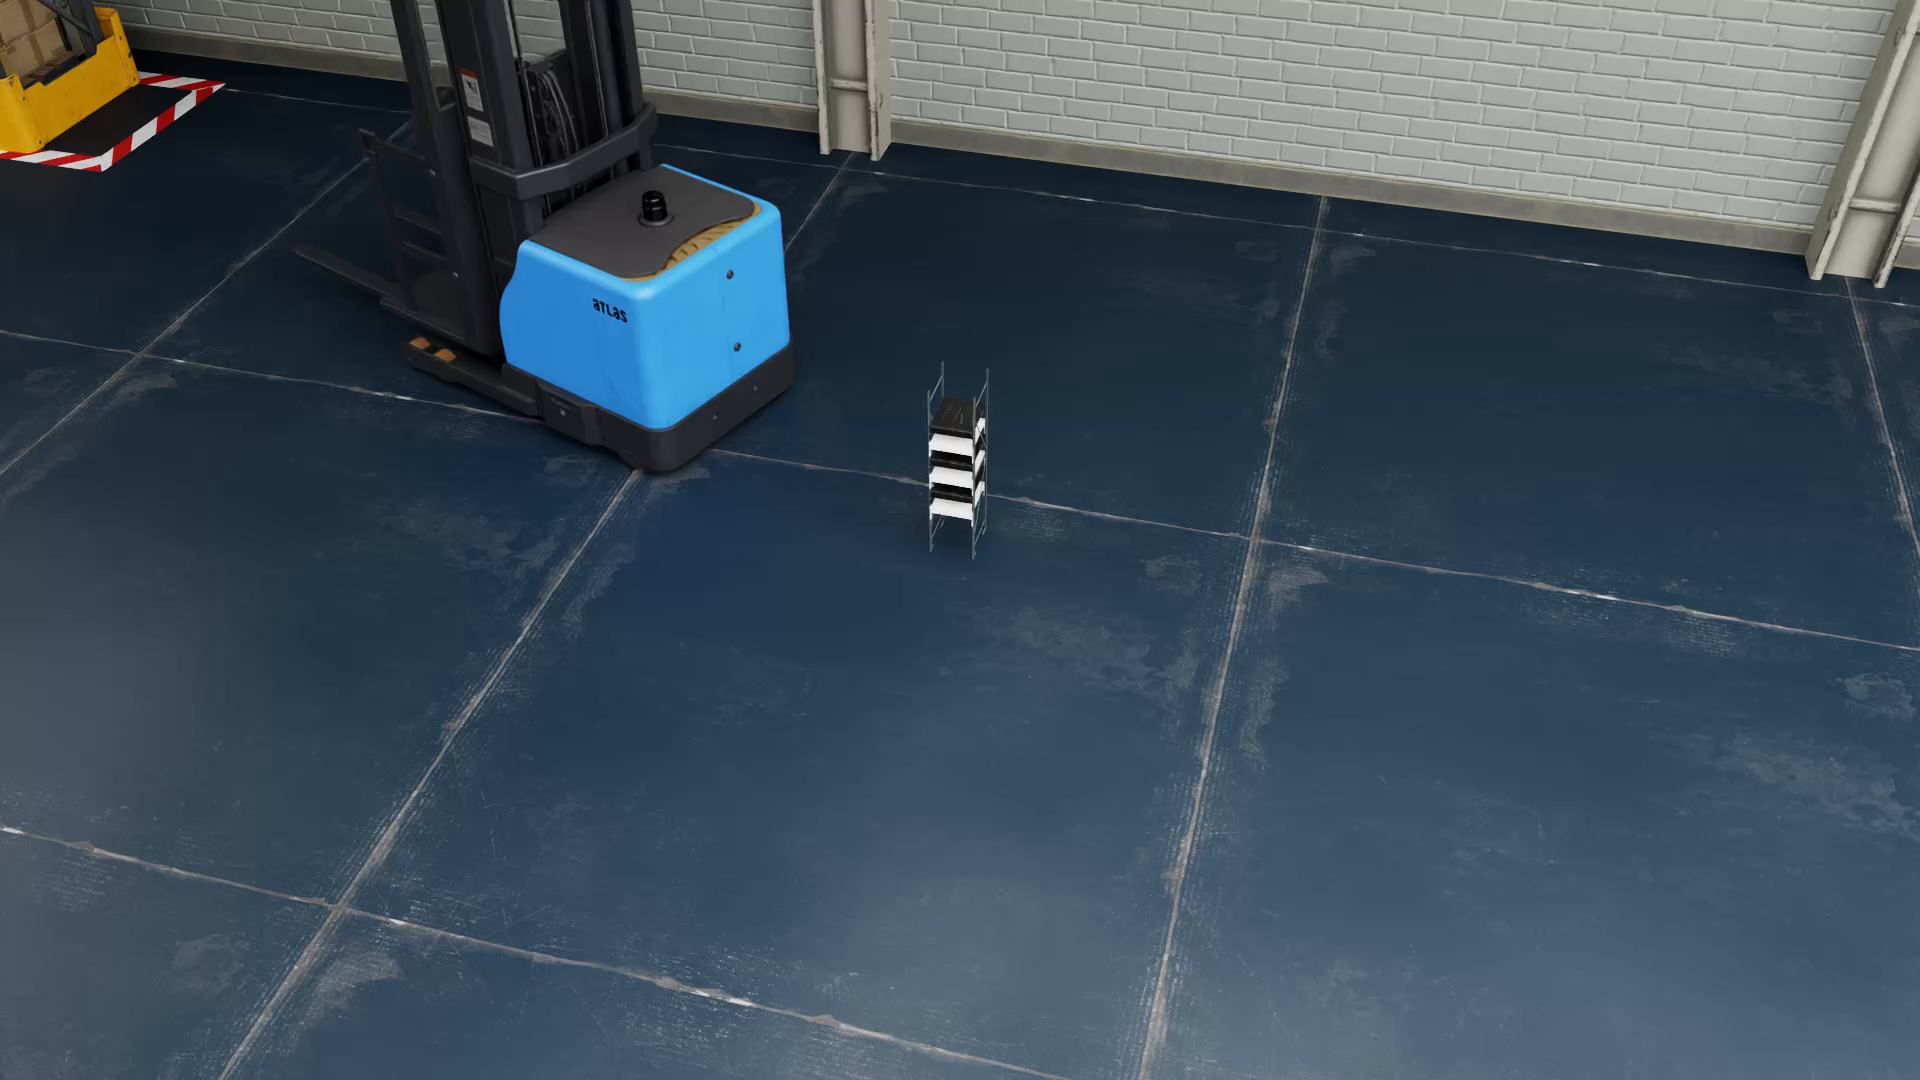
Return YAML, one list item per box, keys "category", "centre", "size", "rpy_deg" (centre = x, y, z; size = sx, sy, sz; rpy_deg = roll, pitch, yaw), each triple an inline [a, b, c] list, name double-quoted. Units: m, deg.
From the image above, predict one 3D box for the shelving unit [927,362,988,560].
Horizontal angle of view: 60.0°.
- category: "shelving unit"
  centre: [-0.008, -0.346, 7.487]
  size: [0.210, 0.900, 0.258]
  rpy_deg: [10, 41, 11]

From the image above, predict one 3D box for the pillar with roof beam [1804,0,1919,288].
- category: "pillar with roof beam"
  centre: [4.009, -2.337, 3.560]
  size: [0.400, 9.000, 9.100]
  rpy_deg: [10, 41, 11]

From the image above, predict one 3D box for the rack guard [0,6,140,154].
- category: "rack guard"
  centre: [-6.008, -3.072, 11.043]
  size: [0.348, 0.500, 1.175]
  rpy_deg: [10, 41, 11]

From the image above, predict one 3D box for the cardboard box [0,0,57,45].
- category: "cardboard box"
  centre: [-6.431, -3.540, 11.079]
  size: [0.500, 0.250, 0.500]
  rpy_deg: [10, 41, 12]

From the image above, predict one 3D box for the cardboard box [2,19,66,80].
- category: "cardboard box"
  centre: [-6.455, -3.344, 11.235]
  size: [0.500, 0.250, 0.500]
  rpy_deg: [10, 41, 12]

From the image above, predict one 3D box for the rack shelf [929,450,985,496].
- category: "rack shelf"
  centre: [-0.008, -0.320, 7.508]
  size: [0.200, 0.077, 0.258]
  rpy_deg: [10, 41, 11]

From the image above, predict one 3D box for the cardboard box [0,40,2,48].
- category: "cardboard box"
  centre: [-6.582, -3.219, 10.698]
  size: [0.500, 0.250, 0.500]
  rpy_deg: [9, 41, 11]

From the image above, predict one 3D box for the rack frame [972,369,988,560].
- category: "rack frame"
  centre: [0.090, -0.329, 7.467]
  size: [0.006, 0.900, 0.240]
  rpy_deg: [10, 41, 11]

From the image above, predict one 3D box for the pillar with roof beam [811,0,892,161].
- category: "pillar with roof beam"
  centre: [-1.787, -3.334, 4.747]
  size: [0.400, 9.000, 9.100]
  rpy_deg: [10, 41, 11]

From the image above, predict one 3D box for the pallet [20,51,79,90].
- category: "pallet"
  centre: [-6.780, -3.066, 11.261]
  size: [1.213, 0.211, 1.003]
  rpy_deg: [10, 41, 11]

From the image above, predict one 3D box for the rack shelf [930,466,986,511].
- category: "rack shelf"
  centre: [-0.008, -0.252, 7.566]
  size: [0.200, 0.077, 0.258]
  rpy_deg: [10, 41, 11]

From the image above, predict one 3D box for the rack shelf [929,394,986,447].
- category: "rack shelf"
  centre: [-0.008, -0.527, 7.335]
  size: [0.200, 0.077, 0.258]
  rpy_deg: [10, 41, 11]

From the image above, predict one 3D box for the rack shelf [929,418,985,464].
- category: "rack shelf"
  centre: [-0.008, -0.458, 7.392]
  size: [0.200, 0.077, 0.258]
  rpy_deg: [10, 41, 11]

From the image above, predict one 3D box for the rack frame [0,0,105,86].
- category: "rack frame"
  centre: [-6.031, -4.033, 10.244]
  size: [0.127, 3.000, 1.000]
  rpy_deg: [10, 41, 11]

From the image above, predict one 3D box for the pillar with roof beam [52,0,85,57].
- category: "pillar with roof beam"
  centre: [-7.583, -4.331, 5.935]
  size: [0.400, 9.000, 9.100]
  rpy_deg: [10, 41, 11]

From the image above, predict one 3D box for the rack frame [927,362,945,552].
- category: "rack frame"
  centre: [-0.106, -0.363, 7.507]
  size: [0.006, 0.900, 0.240]
  rpy_deg: [10, 41, 11]

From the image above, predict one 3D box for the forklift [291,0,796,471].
- category: "forklift"
  centre: [-2.350, -2.212, 8.129]
  size: [3.031, 2.935, 1.130]
  rpy_deg: [24, 46, 26]

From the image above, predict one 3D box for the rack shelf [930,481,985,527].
- category: "rack shelf"
  centre: [-0.008, -0.183, 7.624]
  size: [0.200, 0.077, 0.258]
  rpy_deg: [10, 41, 11]

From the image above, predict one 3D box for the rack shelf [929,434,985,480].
- category: "rack shelf"
  centre: [-0.008, -0.389, 7.450]
  size: [0.200, 0.077, 0.258]
  rpy_deg: [10, 41, 11]

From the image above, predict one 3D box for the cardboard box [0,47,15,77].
- category: "cardboard box"
  centre: [-6.566, -3.023, 10.853]
  size: [0.500, 0.250, 0.500]
  rpy_deg: [10, 41, 12]
